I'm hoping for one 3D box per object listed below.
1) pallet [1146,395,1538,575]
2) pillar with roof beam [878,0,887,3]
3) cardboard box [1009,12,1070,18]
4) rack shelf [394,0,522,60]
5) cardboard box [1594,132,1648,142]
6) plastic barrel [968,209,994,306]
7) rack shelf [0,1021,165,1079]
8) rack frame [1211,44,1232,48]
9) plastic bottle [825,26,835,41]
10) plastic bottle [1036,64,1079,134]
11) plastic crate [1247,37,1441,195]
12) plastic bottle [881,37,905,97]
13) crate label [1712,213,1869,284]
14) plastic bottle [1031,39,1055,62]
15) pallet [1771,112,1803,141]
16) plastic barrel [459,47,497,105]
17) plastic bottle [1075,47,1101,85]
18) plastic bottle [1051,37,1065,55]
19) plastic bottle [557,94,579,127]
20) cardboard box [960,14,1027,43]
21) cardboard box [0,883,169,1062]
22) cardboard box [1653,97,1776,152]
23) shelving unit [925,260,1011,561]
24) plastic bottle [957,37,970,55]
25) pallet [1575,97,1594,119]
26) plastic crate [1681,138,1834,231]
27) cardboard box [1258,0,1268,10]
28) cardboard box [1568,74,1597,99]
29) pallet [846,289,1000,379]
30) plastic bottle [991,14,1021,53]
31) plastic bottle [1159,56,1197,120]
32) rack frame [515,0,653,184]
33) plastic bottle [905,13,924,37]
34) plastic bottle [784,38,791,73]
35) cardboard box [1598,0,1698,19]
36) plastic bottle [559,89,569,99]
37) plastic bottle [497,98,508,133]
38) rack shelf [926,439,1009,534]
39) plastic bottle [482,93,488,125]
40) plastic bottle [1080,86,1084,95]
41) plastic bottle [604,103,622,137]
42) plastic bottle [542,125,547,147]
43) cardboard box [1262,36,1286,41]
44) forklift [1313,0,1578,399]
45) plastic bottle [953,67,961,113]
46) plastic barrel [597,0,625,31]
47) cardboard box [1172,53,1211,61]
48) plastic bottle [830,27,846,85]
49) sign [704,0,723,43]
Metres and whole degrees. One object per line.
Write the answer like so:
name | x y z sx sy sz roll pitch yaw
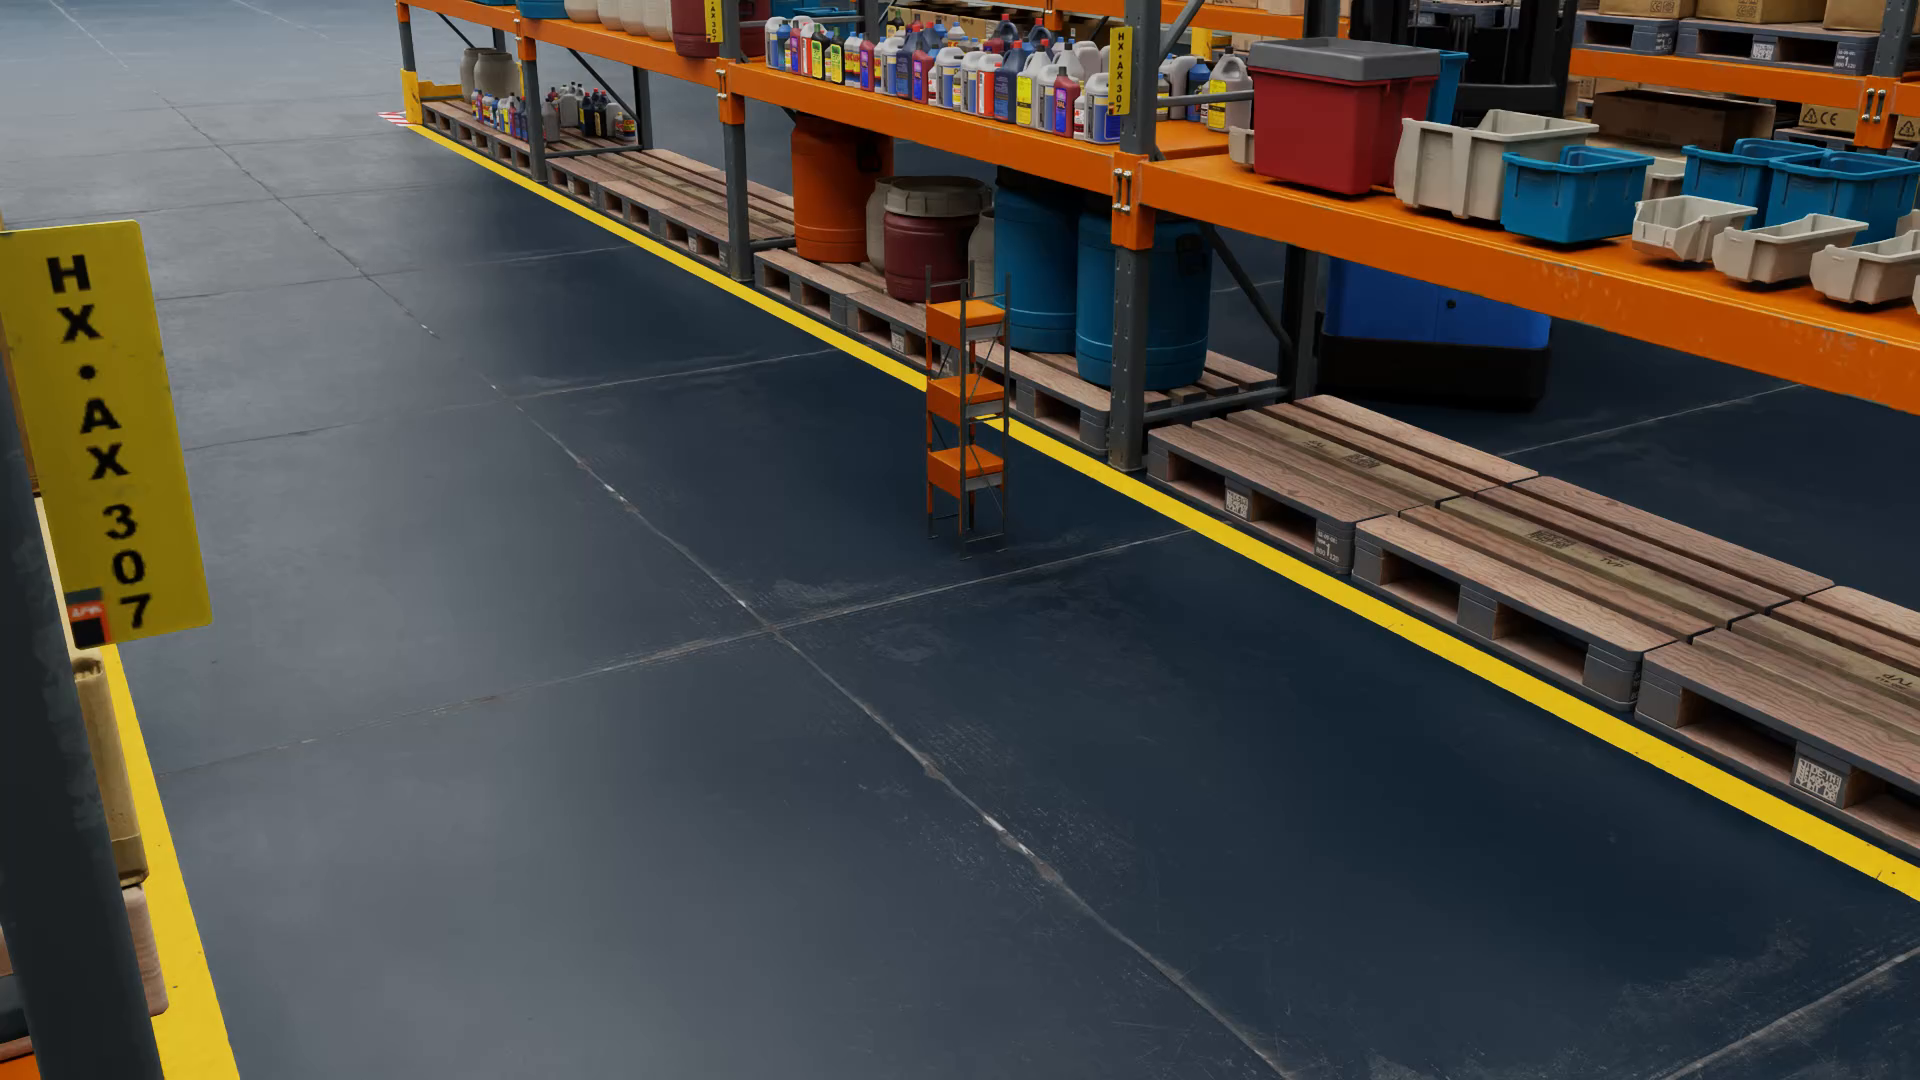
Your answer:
pallet | 1.498 -0.257 6.664 1.003 0.211 1.213 -13 25 -28
pillar with roof beam | -5.253 -13.345 27.193 9.100 9.000 0.400 -13 25 -28
cardboard box | 0.784 -5.123 17.030 0.500 0.500 0.500 -13 25 -28
rack shelf | -4.019 -4.683 14.805 1.077 0.370 4.000 -13 25 -28
cardboard box | 4.523 -2.478 11.159 0.500 0.500 0.500 -14 26 -30
plastic barrel | 0.253 -1.430 8.592 0.421 0.512 0.421 0 22 0
rack shelf | -2.147 0.154 2.905 1.077 0.370 4.000 -13 25 -28
rack frame | 3.477 -7.570 20.951 1.000 3.000 0.127 -13 25 -28
plastic bottle | -0.686 -2.632 8.973 0.097 0.271 0.097 0 22 0
plastic bottle | 0.424 -1.906 7.181 0.152 0.276 0.135 -13 25 -28
plastic crate | 1.330 -1.500 5.853 0.402 0.464 0.583 -13 25 -28
plastic bottle | -0.302 -2.366 8.313 0.152 0.276 0.135 -13 25 -28
crate label | 2.262 -0.801 4.570 0.396 0.136 0.243 -13 25 -28
plastic bottle | 0.368 -2.079 7.508 0.144 0.351 0.185 -13 25 -28
pallet | 7.165 -3.941 15.728 1.003 0.211 1.213 -13 25 -28
plastic barrel | -4.638 -4.508 16.164 0.421 0.512 0.421 0 22 0
plastic bottle | 0.577 -2.216 7.944 0.152 0.276 0.135 -13 25 -28
plastic bottle | 0.504 -2.392 8.384 0.097 0.271 0.097 0 22 0
plastic bottle | -3.481 -3.814 14.745 0.152 0.276 0.135 -13 25 -28
cardboard box | 0.334 -5.022 16.782 0.500 0.500 0.500 -13 25 -28
cardboard box | -1.023 0.406 1.663 0.380 0.149 0.250 -12 25 -28
cardboard box | 4.801 -2.651 10.590 0.500 0.250 0.500 -13 25 -28
shelving unit | 0.027 -0.469 6.071 0.215 1.050 0.252 -13 25 -28
plastic bottle | 0.029 -2.660 9.137 0.097 0.201 0.097 0 22 0
pallet | 6.546 -4.336 16.698 1.003 0.211 1.213 -13 25 -28
plastic crate | 2.464 -1.101 5.180 0.416 0.233 0.300 -13 25 -28
cardboard box | 2.607 -4.311 13.269 0.380 0.149 0.250 -11 24 -24
cardboard box | 6.443 -4.755 16.762 0.700 0.500 0.500 -12 25 -28
pallet | 0.104 -1.141 8.838 1.003 0.211 1.213 -13 25 -28
plastic bottle | 0.249 -2.573 8.724 0.144 0.351 0.185 -13 25 -28
plastic bottle | 0.994 -2.064 7.570 0.152 0.276 0.135 -13 25 -28
rack frame | -2.997 -4.369 13.077 1.000 3.000 0.127 -13 25 -28
plastic bottle | -0.263 -2.897 9.609 0.061 0.283 0.133 -13 25 -28
plastic bottle | -0.925 -2.706 9.248 0.097 0.201 0.097 0 22 0
cardboard box | 4.394 -3.532 10.327 0.500 0.500 0.700 20 30 41
plastic bottle | -3.549 -3.964 15.113 0.152 0.276 0.135 -13 26 -30
plastic bottle | -3.916 -3.684 14.425 0.152 0.276 0.135 -12 25 -27
rack shelf | 0.027 -0.202 6.180 0.215 0.259 0.240 -13 25 -28
plastic bottle | -4.207 -3.846 14.829 0.097 0.271 0.097 0 22 0
plastic bottle | 0.512 -1.840 7.119 0.097 0.201 0.097 0 22 0
plastic bottle | -2.972 -3.598 14.213 0.152 0.276 0.135 -12 25 -26
plastic bottle | -3.450 -3.334 13.663 0.097 0.201 0.097 0 22 0
cardboard box | 4.044 -6.102 20.327 0.500 0.311 0.500 -10 24 -24
forklift | 2.582 -2.537 8.661 1.130 2.935 3.031 6 23 13
plastic bottle | 0.014 -2.110 7.783 0.097 0.201 0.097 0 22 0
plastic barrel | -2.322 -3.843 11.602 0.433 0.535 0.433 0 22 0
cardboard box | 1.988 -4.258 15.153 0.500 0.311 0.500 -12 25 -27
plastic bottle | -0.627 -2.541 8.735 0.061 0.283 0.133 -13 25 -28
sign | -1.423 -3.042 9.595 0.100 0.325 0.005 -13 25 -28
